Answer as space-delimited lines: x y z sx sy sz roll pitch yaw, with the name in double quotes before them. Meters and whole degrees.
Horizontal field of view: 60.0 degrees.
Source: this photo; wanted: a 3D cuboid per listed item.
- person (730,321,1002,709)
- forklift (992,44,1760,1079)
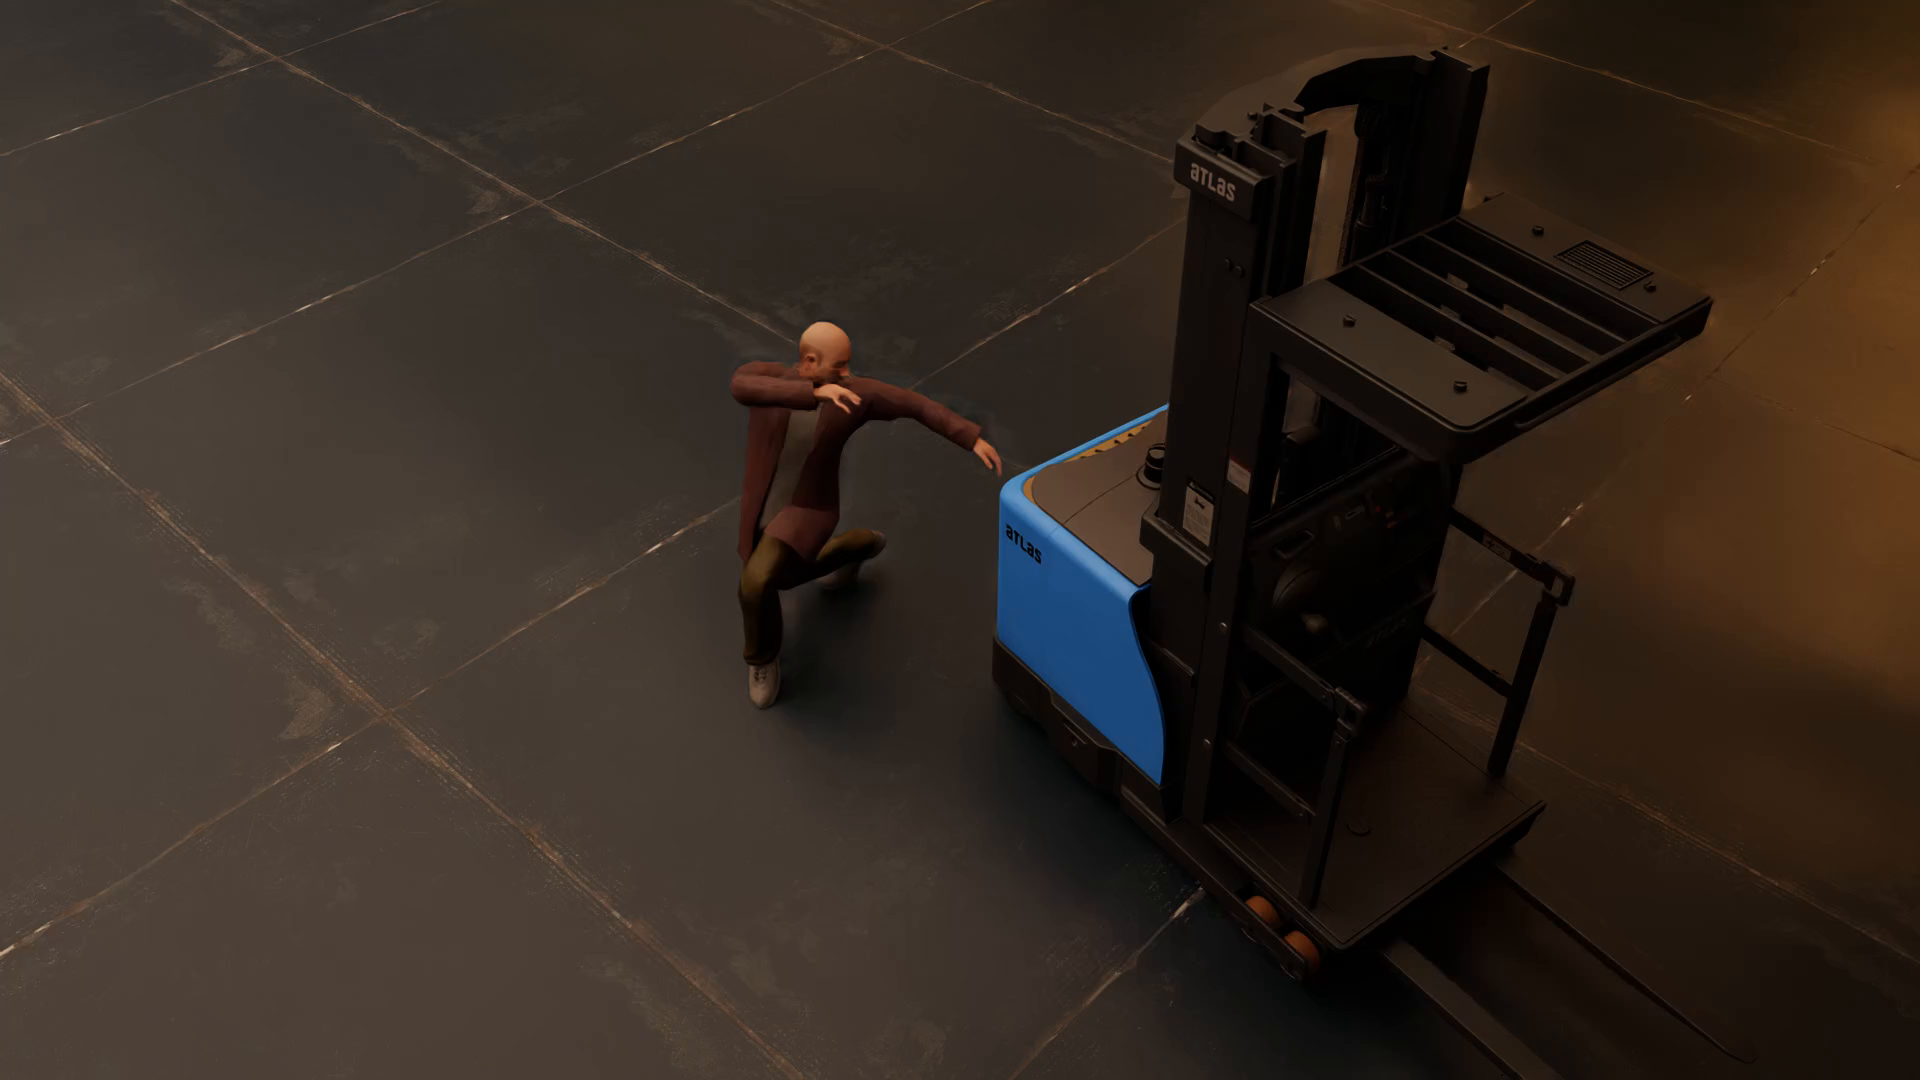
"person" -0.448 -0.114 6.692 1.044 1.477 1.030 14 43 16
"forklift" 1.420 0.069 5.348 1.130 2.935 3.031 -26 47 -27
